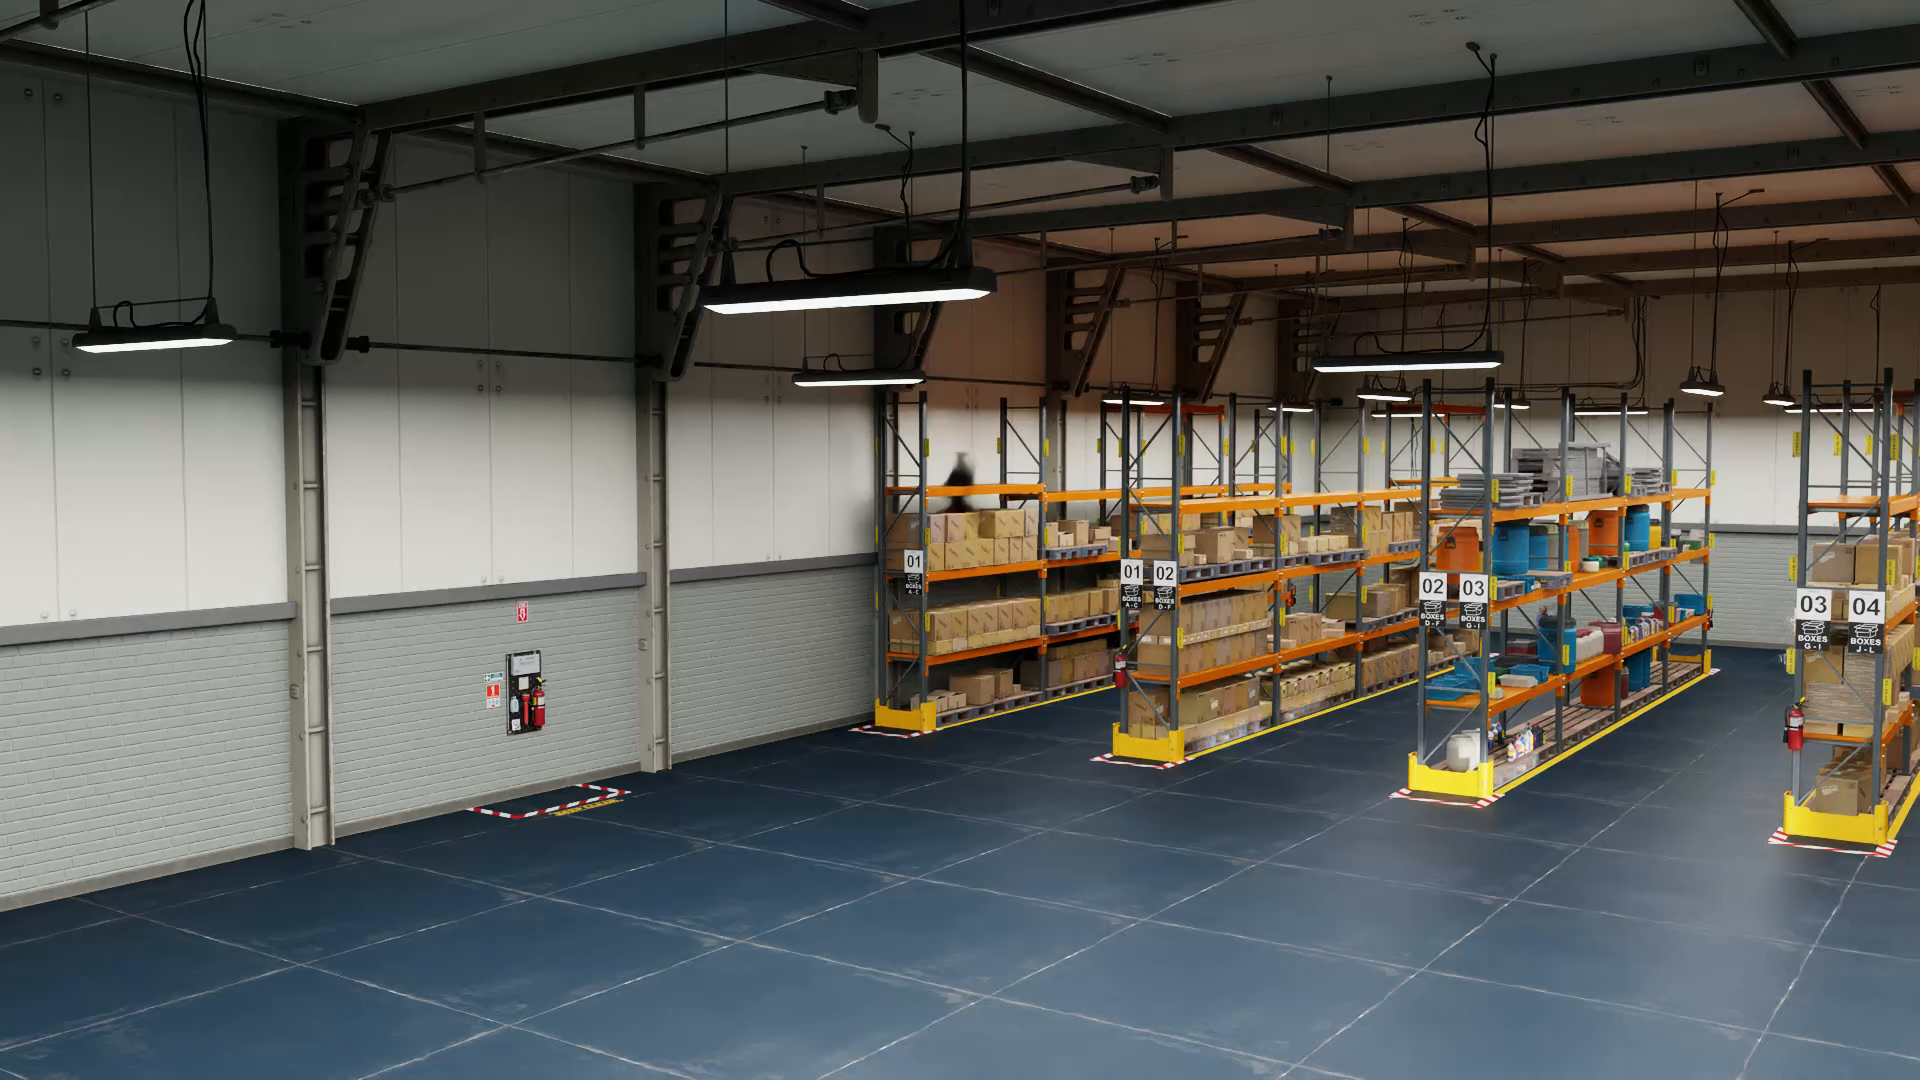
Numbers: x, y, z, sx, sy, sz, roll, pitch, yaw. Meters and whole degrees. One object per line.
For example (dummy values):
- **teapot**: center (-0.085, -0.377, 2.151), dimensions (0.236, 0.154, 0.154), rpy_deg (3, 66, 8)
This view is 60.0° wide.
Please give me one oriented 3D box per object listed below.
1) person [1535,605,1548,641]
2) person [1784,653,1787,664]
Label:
- **person**: center (12.702, 2.188, 36.094), dimensions (0.731, 1.595, 0.560), rpy_deg (-3, 4, -40)
- **person**: center (19.056, 2.170, 37.467), dimensions (0.606, 1.540, 0.931), rpy_deg (-2, 4, -28)
